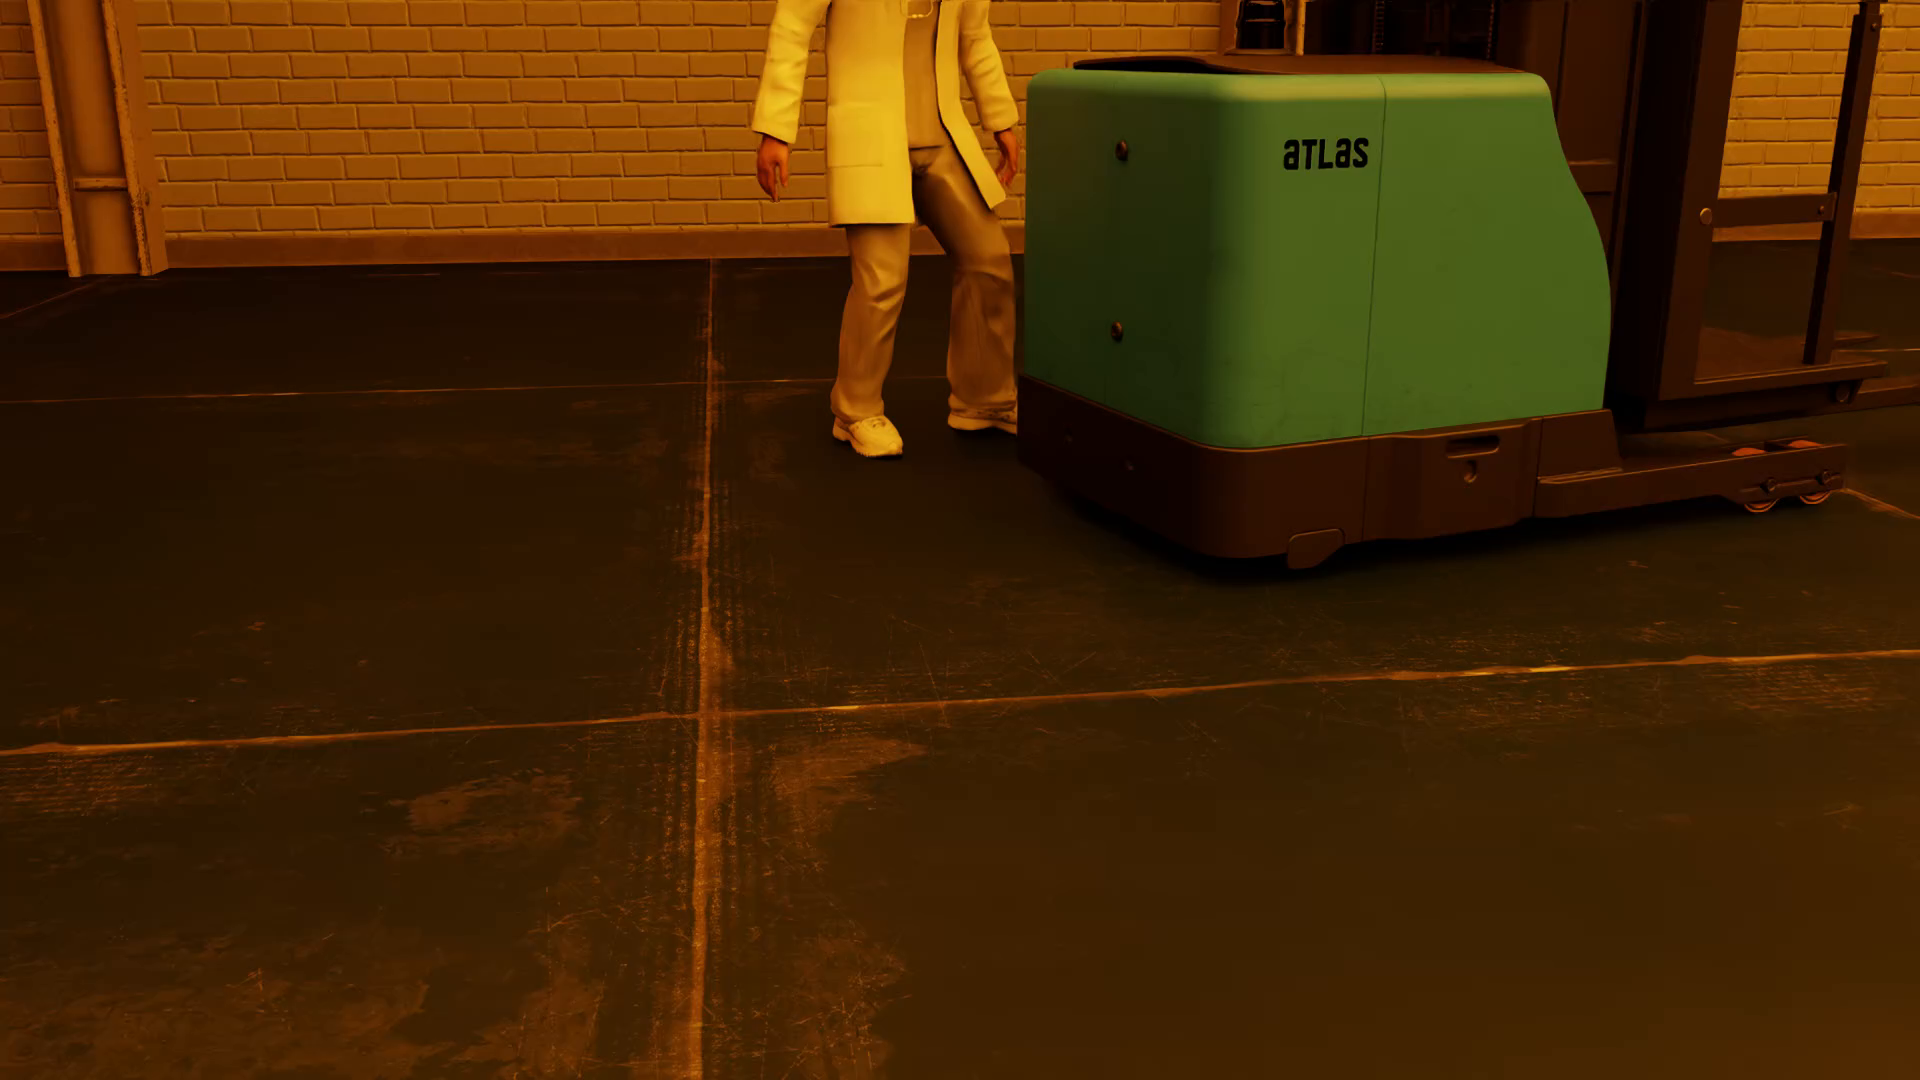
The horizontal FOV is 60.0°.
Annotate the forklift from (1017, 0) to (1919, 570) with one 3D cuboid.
[{"bbox_3d":[1.713,-1.601,4.198,3.031,2.935,1.130,-7,18,-23],"label":"forklift"}]

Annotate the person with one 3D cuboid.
[{"bbox_3d":[-0.142,-1.122,4.677,0.899,1.750,0.427,-12,20,-34],"label":"person"}]
